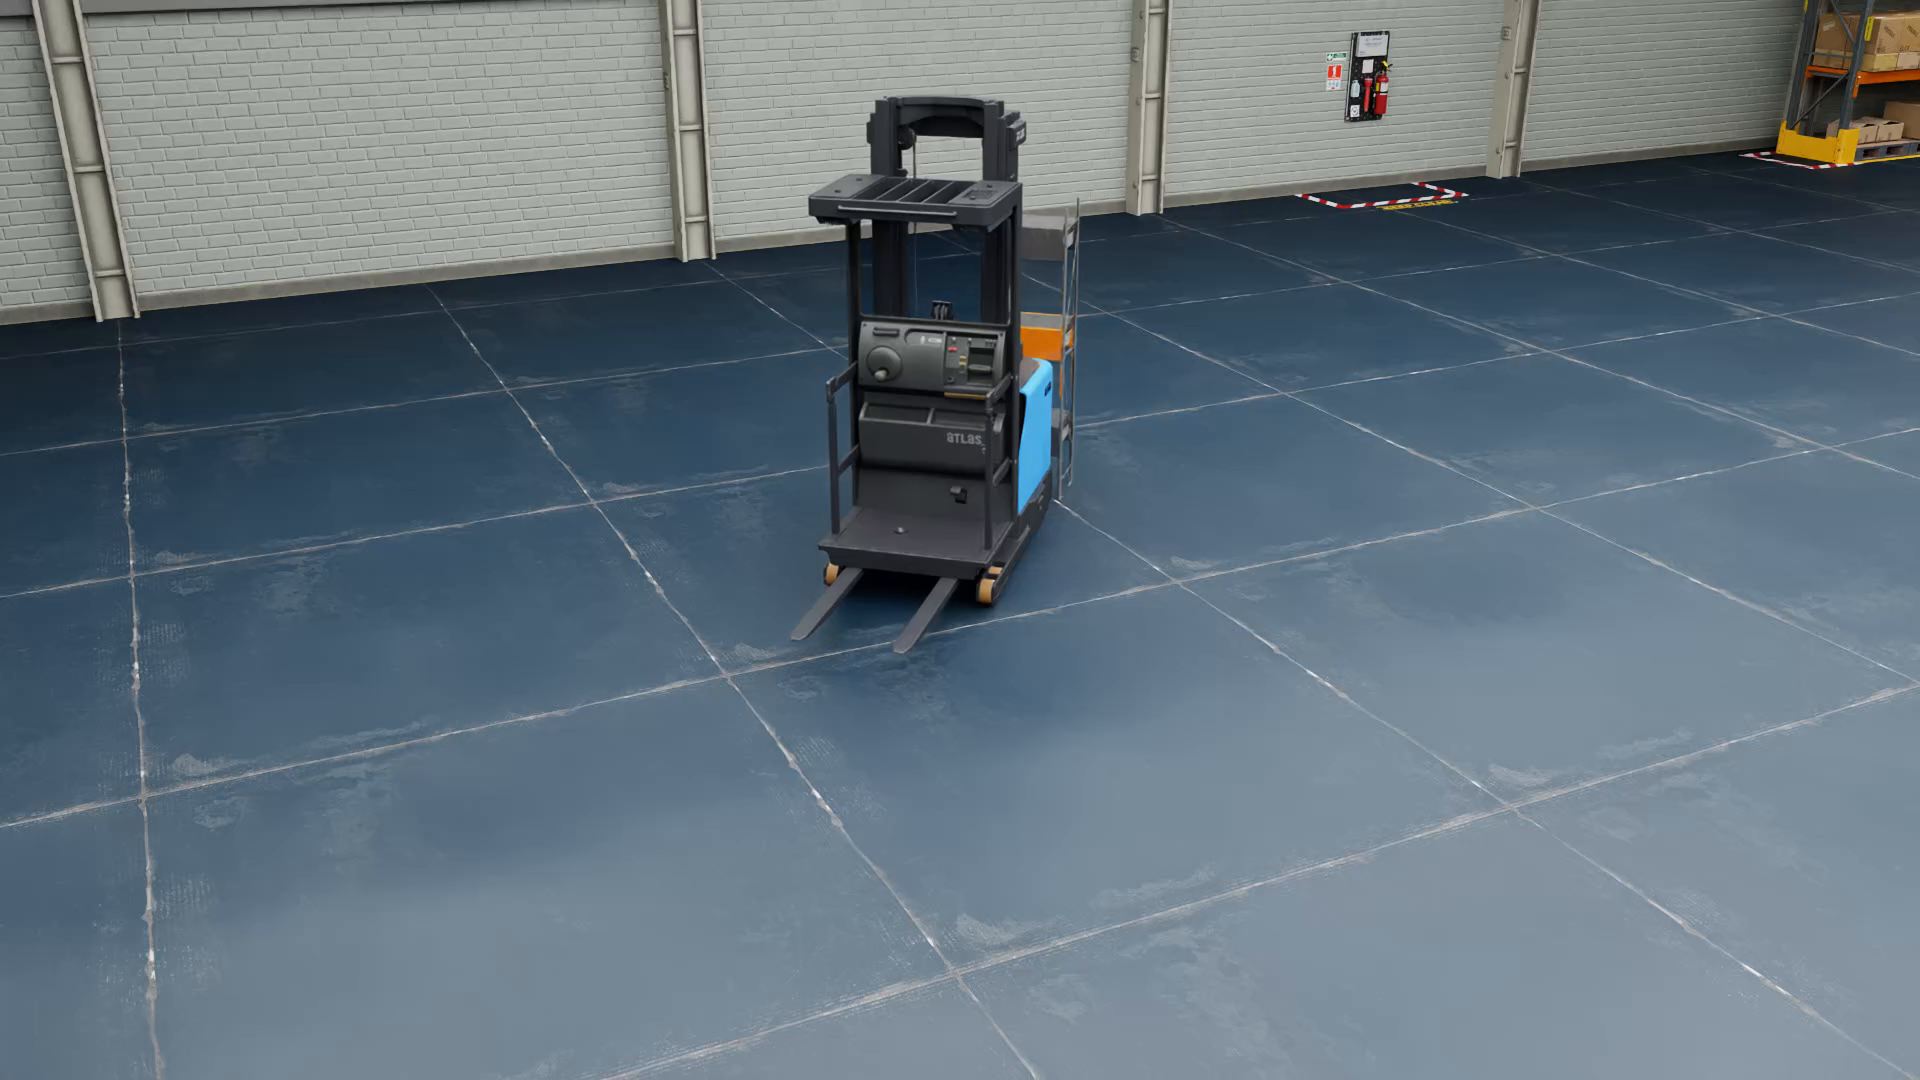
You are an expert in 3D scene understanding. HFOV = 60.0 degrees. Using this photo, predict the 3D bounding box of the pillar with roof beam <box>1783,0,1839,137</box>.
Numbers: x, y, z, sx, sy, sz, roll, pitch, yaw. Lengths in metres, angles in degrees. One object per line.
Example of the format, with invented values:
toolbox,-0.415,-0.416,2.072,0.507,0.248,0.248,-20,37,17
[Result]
pillar with roof beam,15.055,-8.899,20.982,0.400,9.000,9.100,-10,25,-24

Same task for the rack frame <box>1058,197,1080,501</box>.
rack frame,0.765,-1.322,11.698,0.015,2.100,0.400,6,23,15

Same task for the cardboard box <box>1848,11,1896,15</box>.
cardboard box,13.723,-7.714,25.153,0.500,0.500,0.500,-10,25,-23

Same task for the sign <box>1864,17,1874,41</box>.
sign,13.168,-7.409,24.095,0.005,0.325,0.100,-10,25,-24

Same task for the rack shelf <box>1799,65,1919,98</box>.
rack shelf,14.734,-7.195,25.652,4.000,0.370,1.077,-10,25,-24

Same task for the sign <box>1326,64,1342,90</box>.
sign,4.995,-6.179,22.208,0.234,0.329,0.001,-10,25,-24

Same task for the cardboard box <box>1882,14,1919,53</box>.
cardboard box,13.942,-7.537,24.725,0.500,0.500,0.500,-10,25,-23

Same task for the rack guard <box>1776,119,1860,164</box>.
rack guard,13.001,-6.054,25.221,0.348,0.500,1.175,-10,25,-24

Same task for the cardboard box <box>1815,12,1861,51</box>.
cardboard box,13.265,-7.634,24.960,0.500,0.500,0.500,-11,25,-24

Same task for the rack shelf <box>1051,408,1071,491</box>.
rack shelf,0.531,-0.689,12.034,0.480,0.518,0.431,6,23,15

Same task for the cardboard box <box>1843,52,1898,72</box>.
cardboard box,13.510,-7.108,24.669,0.500,0.250,0.500,-11,25,-25

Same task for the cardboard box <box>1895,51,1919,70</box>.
cardboard box,13.971,-7.199,24.889,0.500,0.250,0.500,-11,25,-25

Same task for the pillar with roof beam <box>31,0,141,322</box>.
pillar with roof beam,-6.570,-4.918,11.364,0.400,9.000,9.100,-10,25,-24

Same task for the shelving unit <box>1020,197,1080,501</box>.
shelving unit,0.531,-1.348,11.761,0.503,2.100,0.431,6,23,15

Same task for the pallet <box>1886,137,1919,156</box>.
pallet,14.846,-6.244,26.058,1.213,0.211,1.003,-10,25,-24

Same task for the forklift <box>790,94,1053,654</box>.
forklift,-0.232,-1.115,10.113,1.130,2.935,3.031,6,23,14

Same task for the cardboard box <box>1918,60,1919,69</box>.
cardboard box,14.433,-7.281,25.088,0.500,0.250,0.500,-11,25,-24

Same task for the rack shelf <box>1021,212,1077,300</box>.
rack shelf,0.531,-1.982,11.499,0.480,0.518,0.431,6,23,15

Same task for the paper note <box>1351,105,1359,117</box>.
paper note,5.349,-5.806,22.505,0.142,0.148,0.016,-10,25,-24

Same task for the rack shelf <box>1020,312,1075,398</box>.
rack shelf,0.531,-1.336,11.767,0.480,0.518,0.431,6,23,15

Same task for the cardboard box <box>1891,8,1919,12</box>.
cardboard box,14.640,-7.885,25.566,0.500,0.500,0.500,-10,25,-23

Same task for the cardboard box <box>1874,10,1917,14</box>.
cardboard box,14.187,-7.801,25.364,0.500,0.500,0.500,-11,25,-25

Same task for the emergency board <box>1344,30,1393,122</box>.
emergency board,5.538,-6.218,22.350,0.643,1.169,0.194,-10,25,-24

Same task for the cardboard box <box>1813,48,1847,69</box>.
cardboard box,13.269,-7.280,25.086,0.500,0.250,0.500,-10,25,-23

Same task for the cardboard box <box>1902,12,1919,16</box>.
cardboard box,14.411,-7.620,24.927,0.500,0.500,0.500,-11,25,-25

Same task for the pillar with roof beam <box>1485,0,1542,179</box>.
pillar with roof beam,9.649,-7.903,18.577,0.400,9.000,9.100,-10,25,-24

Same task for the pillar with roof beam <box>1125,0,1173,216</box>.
pillar with roof beam,4.242,-6.908,16.173,0.400,9.000,9.100,-10,25,-24

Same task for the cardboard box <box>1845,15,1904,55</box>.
cardboard box,13.493,-7.458,24.535,0.500,0.500,0.500,-10,25,-24

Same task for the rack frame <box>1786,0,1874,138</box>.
rack frame,12.932,-7.196,24.713,0.127,3.000,1.000,-10,25,-24

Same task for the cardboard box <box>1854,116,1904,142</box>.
cardboard box,14.108,-6.335,25.573,0.500,0.311,0.500,-8,24,-19

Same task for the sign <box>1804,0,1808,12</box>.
sign,12.710,-8.072,24.901,0.005,0.325,0.100,-10,25,-24

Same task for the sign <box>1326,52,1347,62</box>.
sign,5.003,-6.421,22.101,0.331,0.109,0.001,-10,25,-24

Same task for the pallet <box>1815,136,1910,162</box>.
pallet,13.748,-6.043,25.572,1.213,0.211,1.003,-10,25,-24

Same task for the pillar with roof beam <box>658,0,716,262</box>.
pillar with roof beam,-1.164,-5.913,13.769,0.400,9.000,9.100,-10,25,-24

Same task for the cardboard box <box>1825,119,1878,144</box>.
cardboard box,13.595,-6.241,25.345,0.500,0.311,0.500,-14,26,-30

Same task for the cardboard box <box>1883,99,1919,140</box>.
cardboard box,14.791,-6.527,25.790,0.500,0.500,0.700,-12,25,-27
